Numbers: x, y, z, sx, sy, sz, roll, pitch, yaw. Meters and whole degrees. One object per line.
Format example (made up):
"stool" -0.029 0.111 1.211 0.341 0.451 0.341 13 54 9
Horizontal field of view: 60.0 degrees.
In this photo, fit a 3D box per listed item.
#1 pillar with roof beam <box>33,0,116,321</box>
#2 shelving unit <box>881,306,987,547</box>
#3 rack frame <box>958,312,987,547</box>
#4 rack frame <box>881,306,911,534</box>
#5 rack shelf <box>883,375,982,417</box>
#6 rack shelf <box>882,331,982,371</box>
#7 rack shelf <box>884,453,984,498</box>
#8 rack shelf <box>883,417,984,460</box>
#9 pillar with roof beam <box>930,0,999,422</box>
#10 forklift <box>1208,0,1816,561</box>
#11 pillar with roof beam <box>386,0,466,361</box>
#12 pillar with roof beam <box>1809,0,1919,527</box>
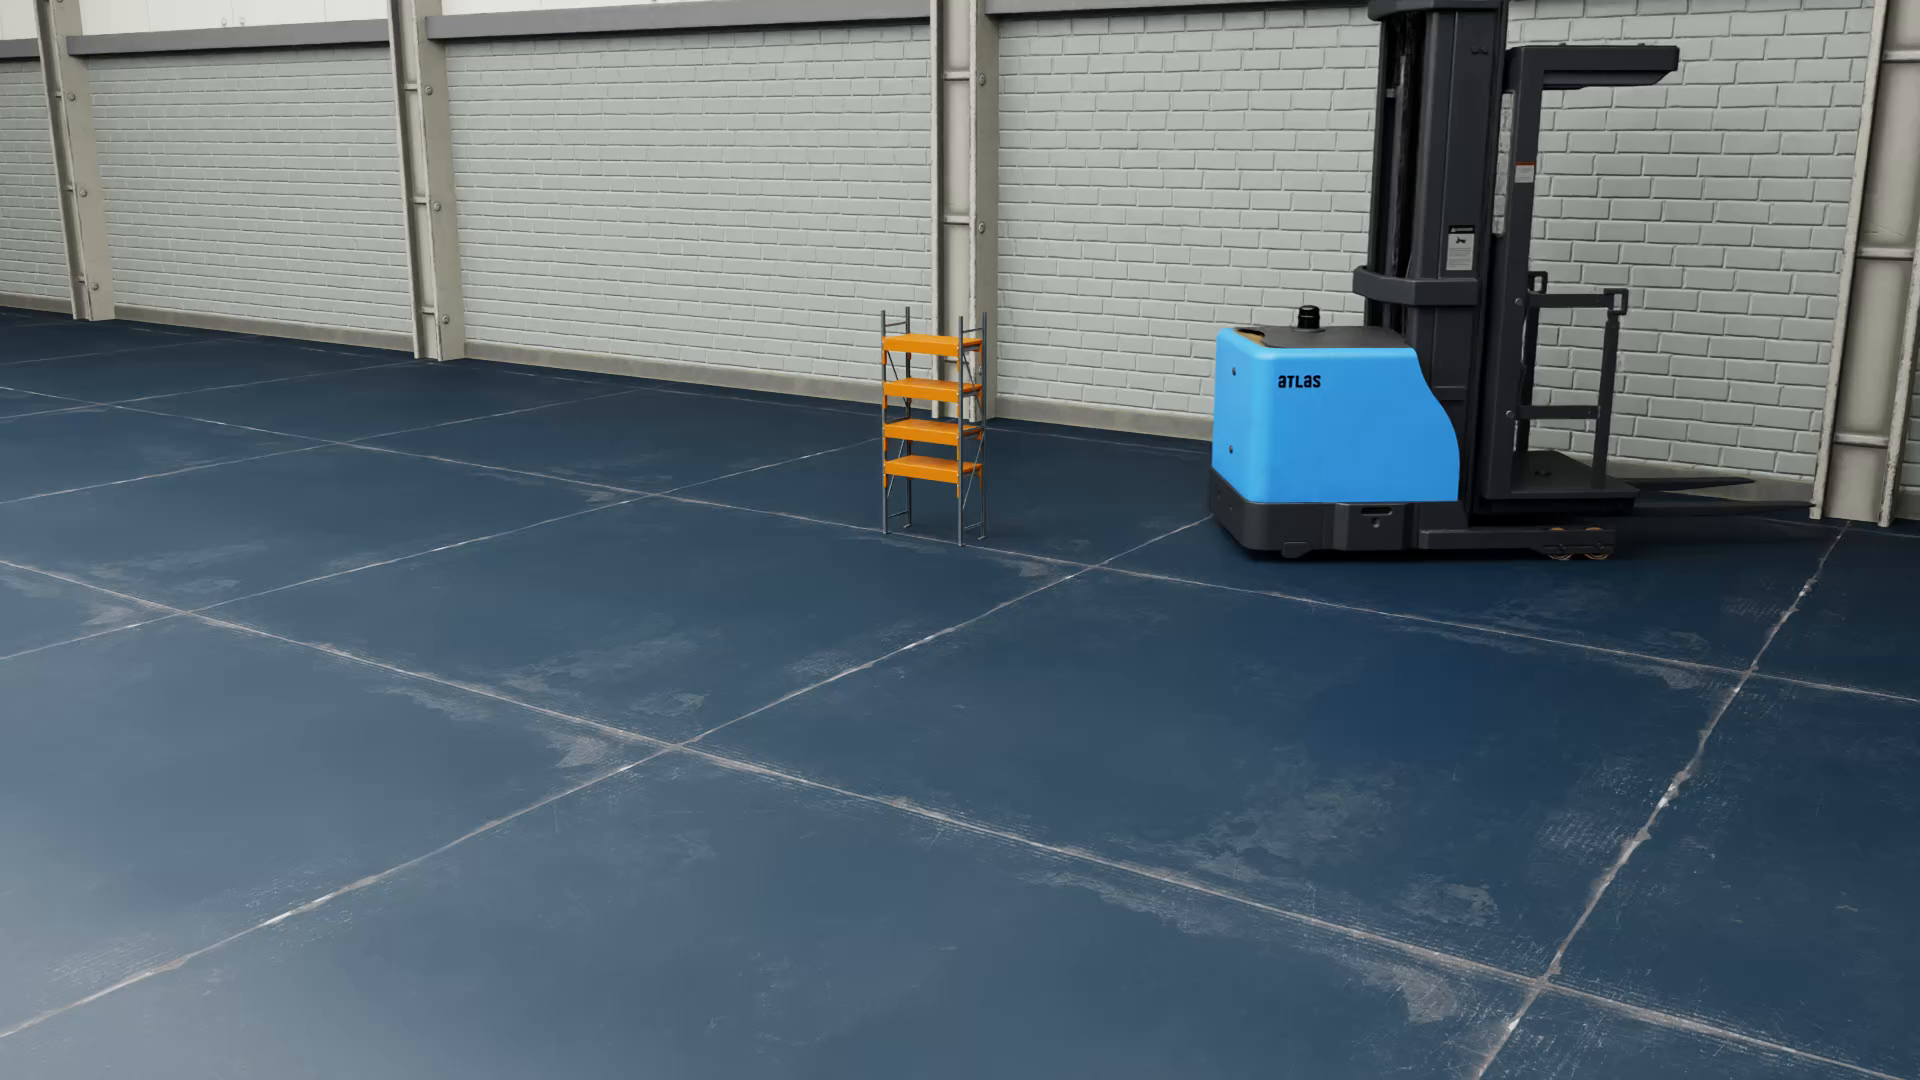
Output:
"pillar with roof beam" -12.326 -6.052 14.543 0.400 9.000 9.100 9 17 33
"shelving unit" -0.137 -0.605 8.769 0.503 1.200 0.258 9 17 33
"rack frame" 0.065 -0.572 8.636 0.015 1.200 0.240 9 17 33
"rack frame" -0.340 -0.637 8.901 0.015 1.200 0.240 9 17 33
"rack shelf" -0.137 -0.756 8.731 0.480 0.148 0.258 9 17 33
"rack shelf" -0.137 -0.986 8.674 0.480 0.148 0.258 9 17 33
"rack shelf" -0.137 -0.347 8.833 0.480 0.148 0.258 9 17 33
"rack shelf" -0.137 -0.539 8.785 0.480 0.148 0.258 9 17 33
"pillar with roof beam" -2.369 -4.443 8.042 0.400 9.000 9.100 9 17 33
"forklift" 2.912 -1.445 8.561 3.031 2.935 1.130 -1 14 -3
"pillar with roof beam" -7.348 -5.247 11.293 0.400 9.000 9.100 9 17 33
"pillar with roof beam" 2.609 -3.638 4.792 0.400 9.000 9.100 9 17 33
